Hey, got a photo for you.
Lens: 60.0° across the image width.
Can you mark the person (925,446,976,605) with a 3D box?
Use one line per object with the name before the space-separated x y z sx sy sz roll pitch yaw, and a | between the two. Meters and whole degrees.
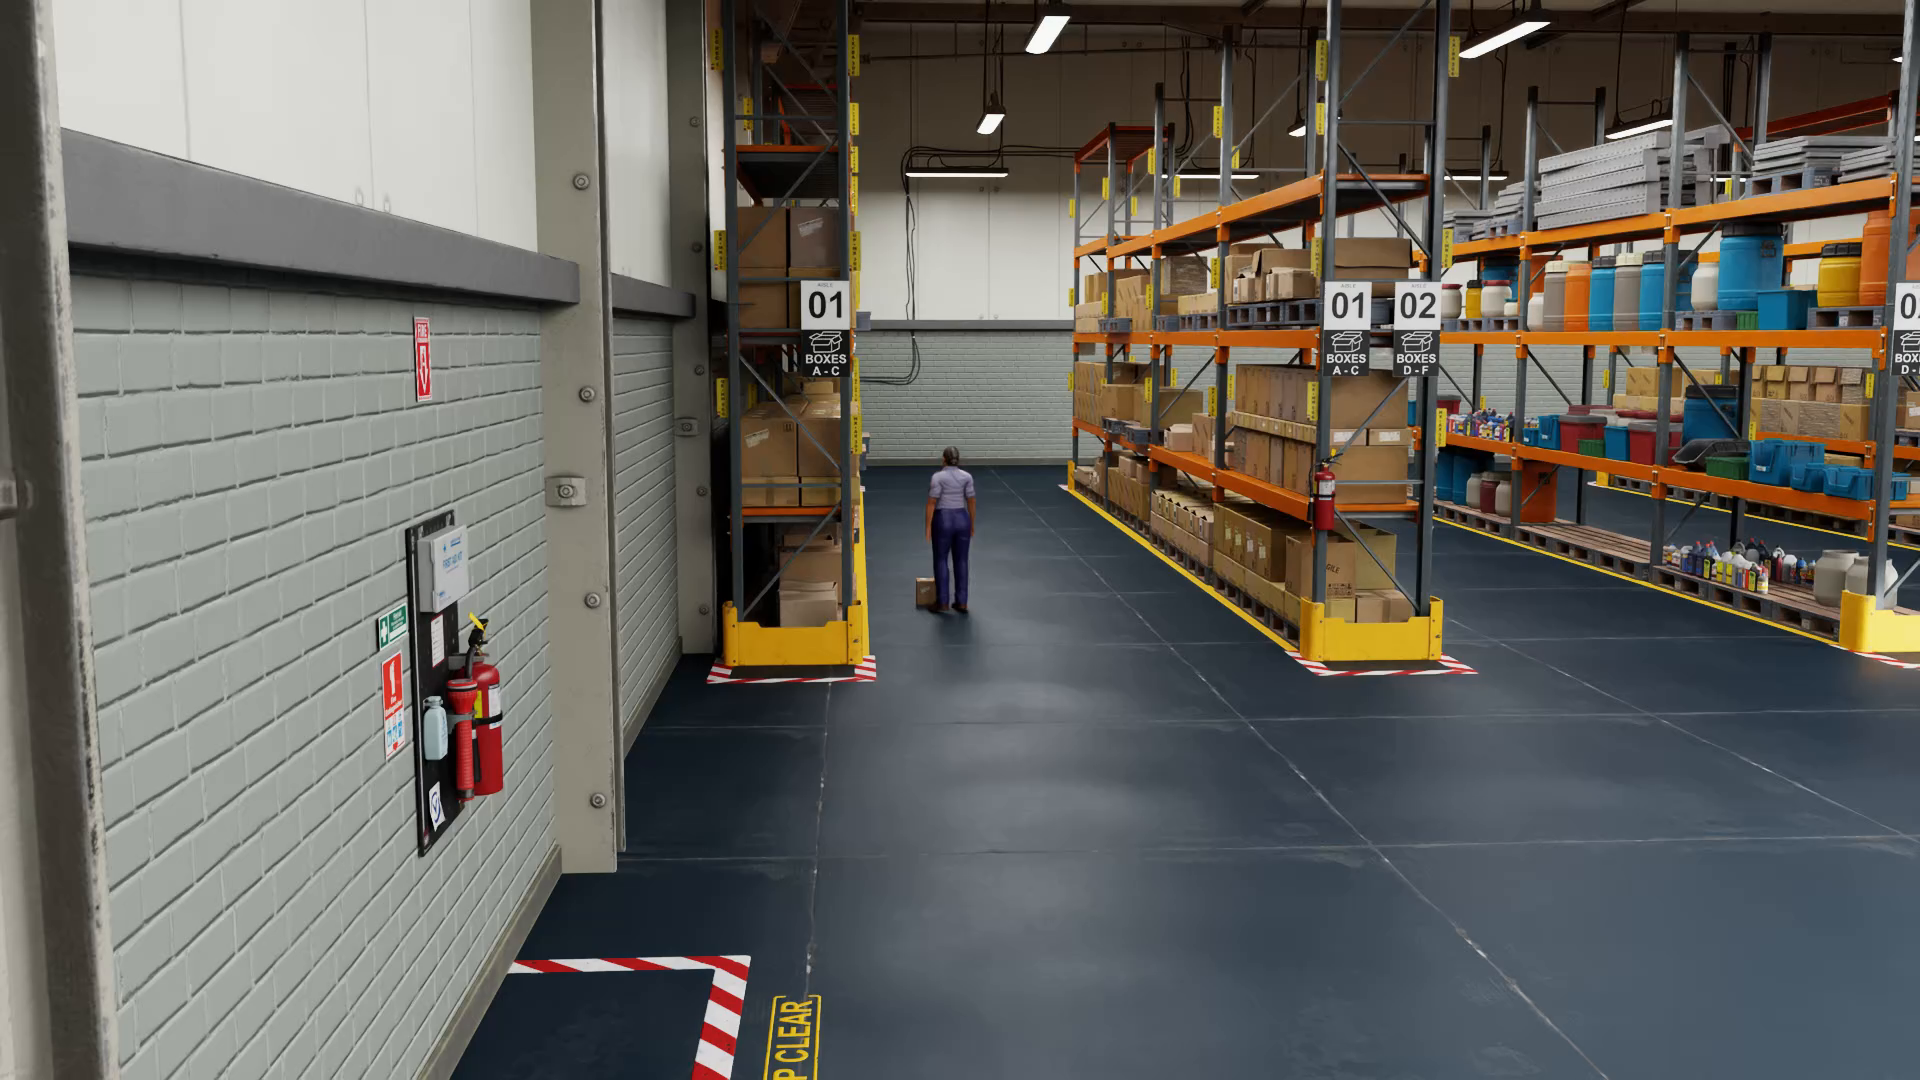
person | -0.098 -0.156 16.681 0.566 1.583 0.329 -3 8 -22
